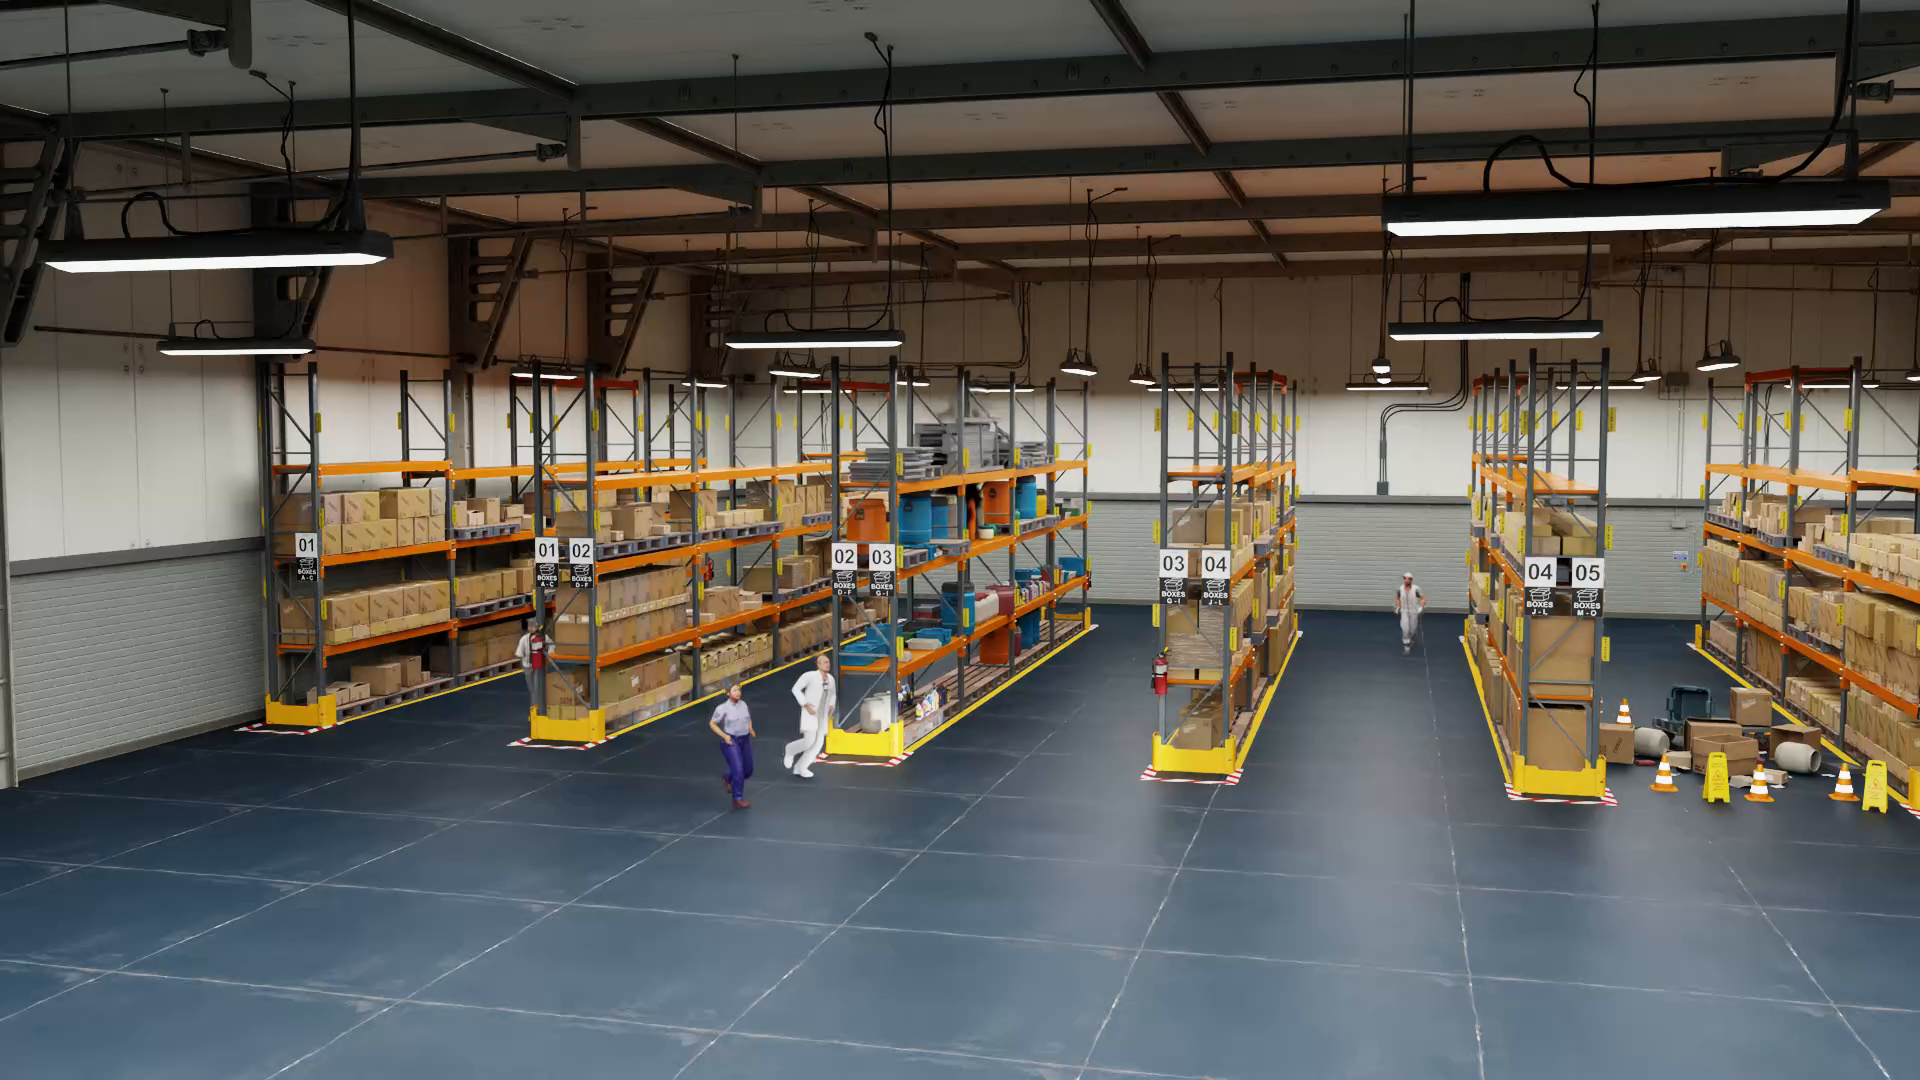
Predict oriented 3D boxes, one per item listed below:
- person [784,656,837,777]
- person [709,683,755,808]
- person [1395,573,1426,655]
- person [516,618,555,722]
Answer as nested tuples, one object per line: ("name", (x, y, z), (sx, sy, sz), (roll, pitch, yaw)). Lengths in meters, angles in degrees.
("person", (-2.089, 2.490, 23.781), (0.751, 1.686, 0.649), (-3, 5, -41))
("person", (-2.977, 2.670, 21.801), (0.687, 1.599, 0.613), (4, 6, 44))
("person", (9.783, 1.594, 36.113), (0.662, 1.776, 0.688), (2, 5, 27))
("person", (-7.196, 2.158, 28.085), (0.612, 1.701, 0.920), (0, 4, 5))
